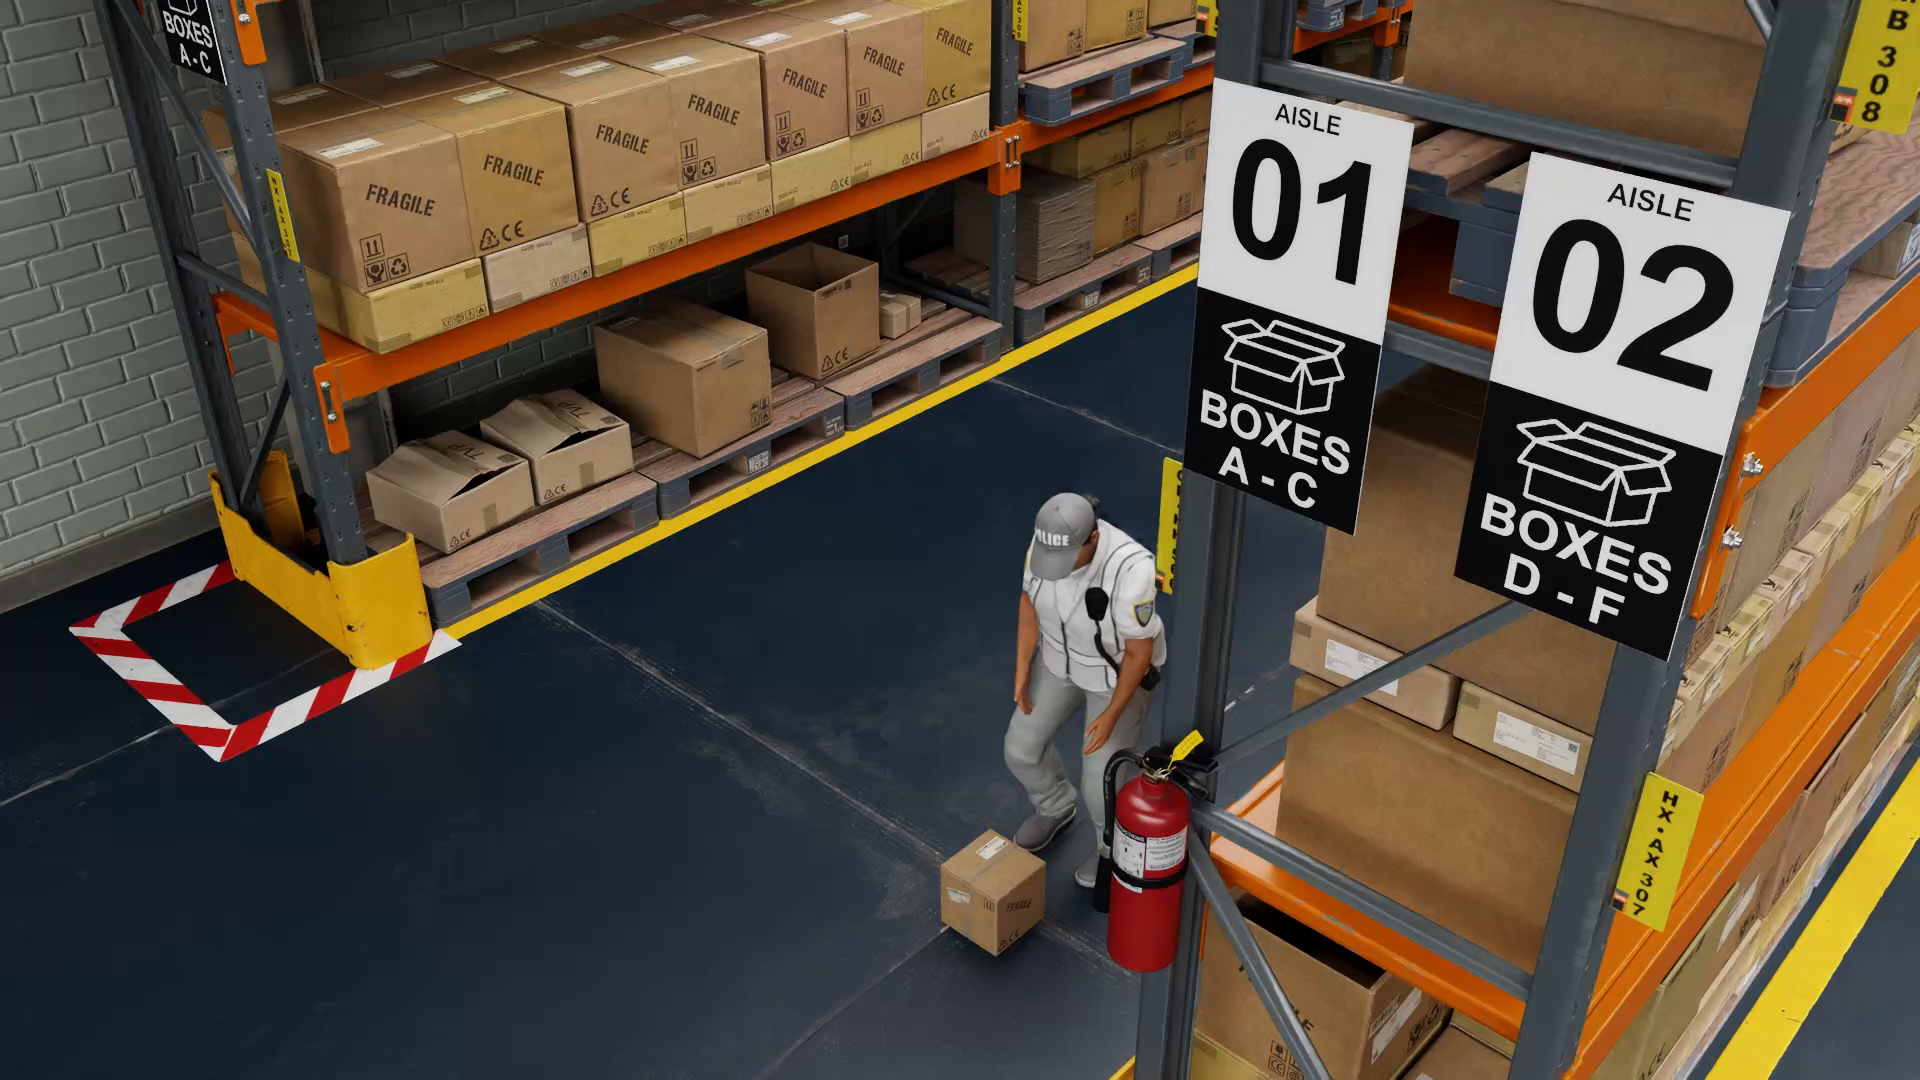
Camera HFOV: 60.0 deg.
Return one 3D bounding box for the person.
[{"bbox_3d":[0.422,0.466,5.504,0.519,1.541,0.591,25,39,35],"label":"person"}]
